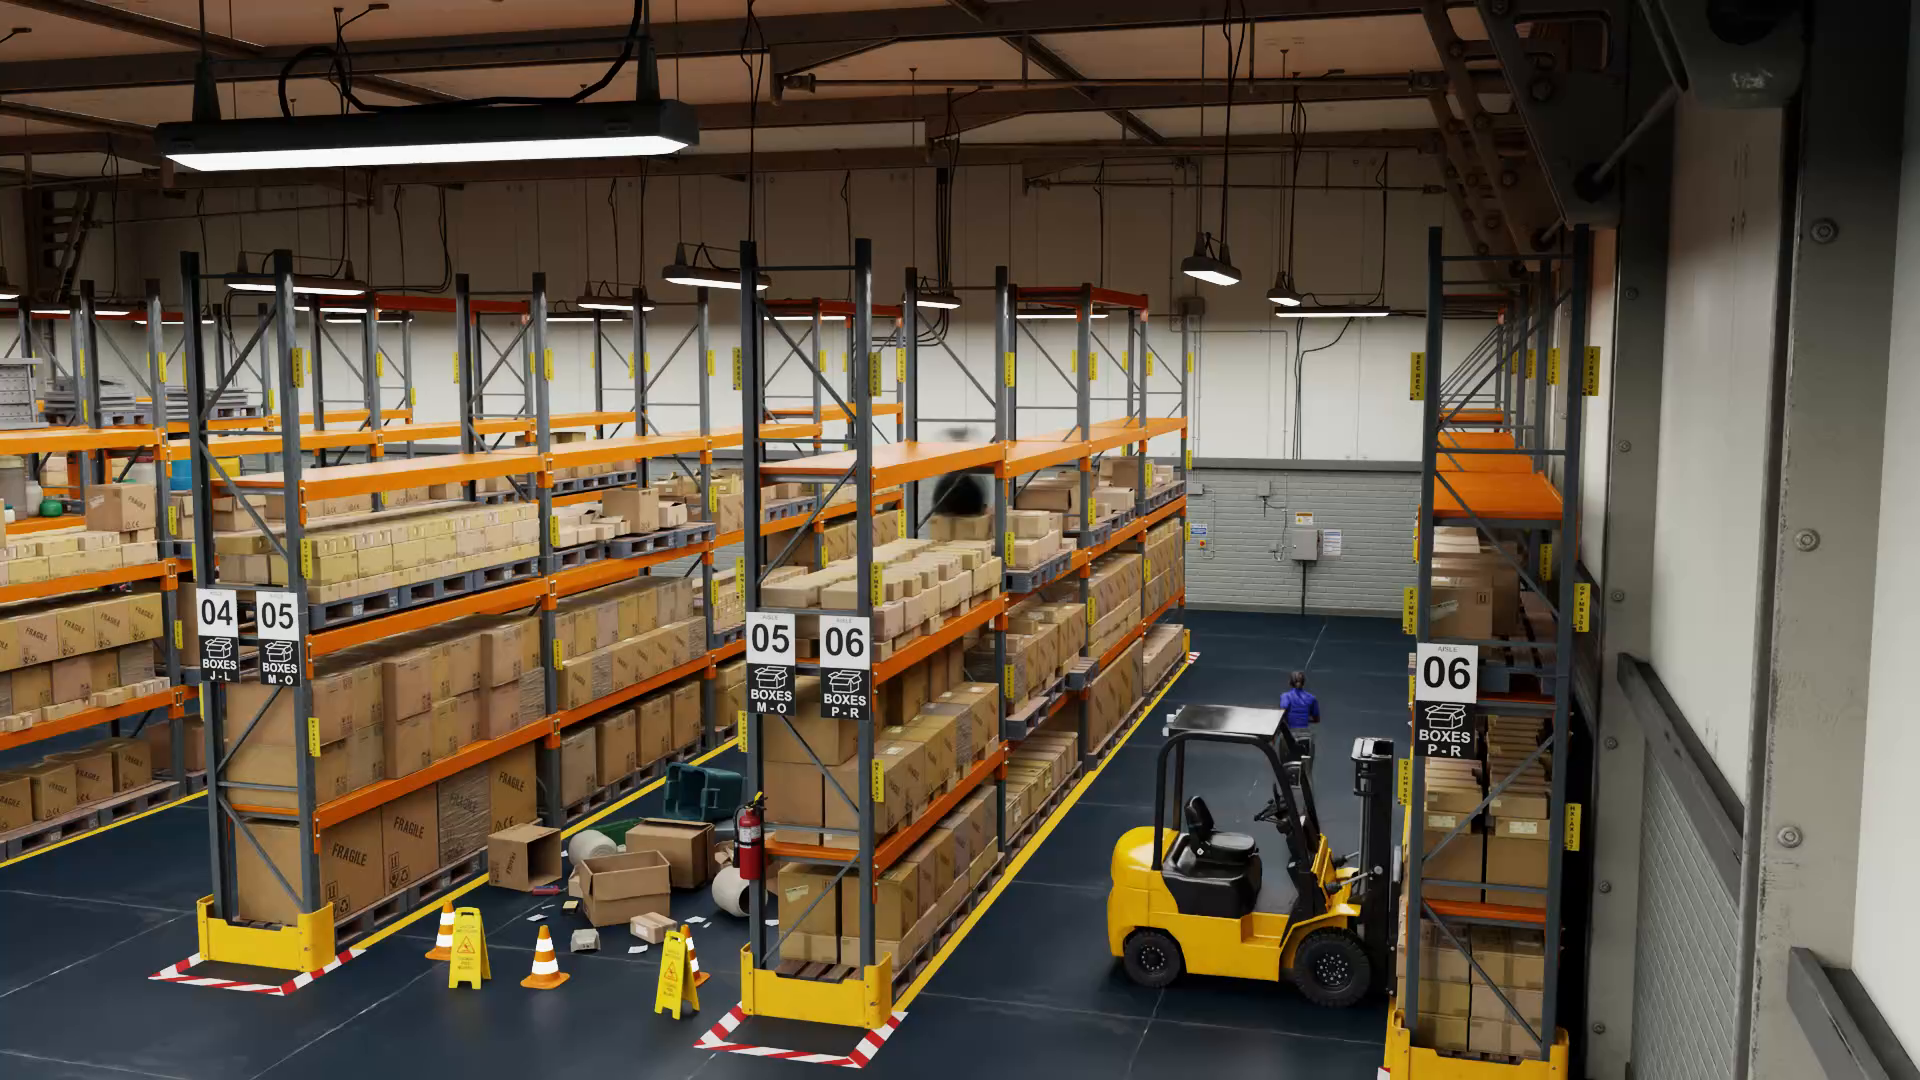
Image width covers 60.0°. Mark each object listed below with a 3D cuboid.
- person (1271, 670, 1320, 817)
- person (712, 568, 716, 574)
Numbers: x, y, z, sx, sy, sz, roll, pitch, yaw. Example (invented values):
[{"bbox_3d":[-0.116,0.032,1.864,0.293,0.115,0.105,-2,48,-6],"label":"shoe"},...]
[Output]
[{"bbox_3d":[3.758,2.292,18.542,0.574,1.632,0.953,0,6,1],"label":"person"},{"bbox_3d":[-4.203,1.266,27.529,0.678,1.712,0.757,4,7,29],"label":"person"}]
